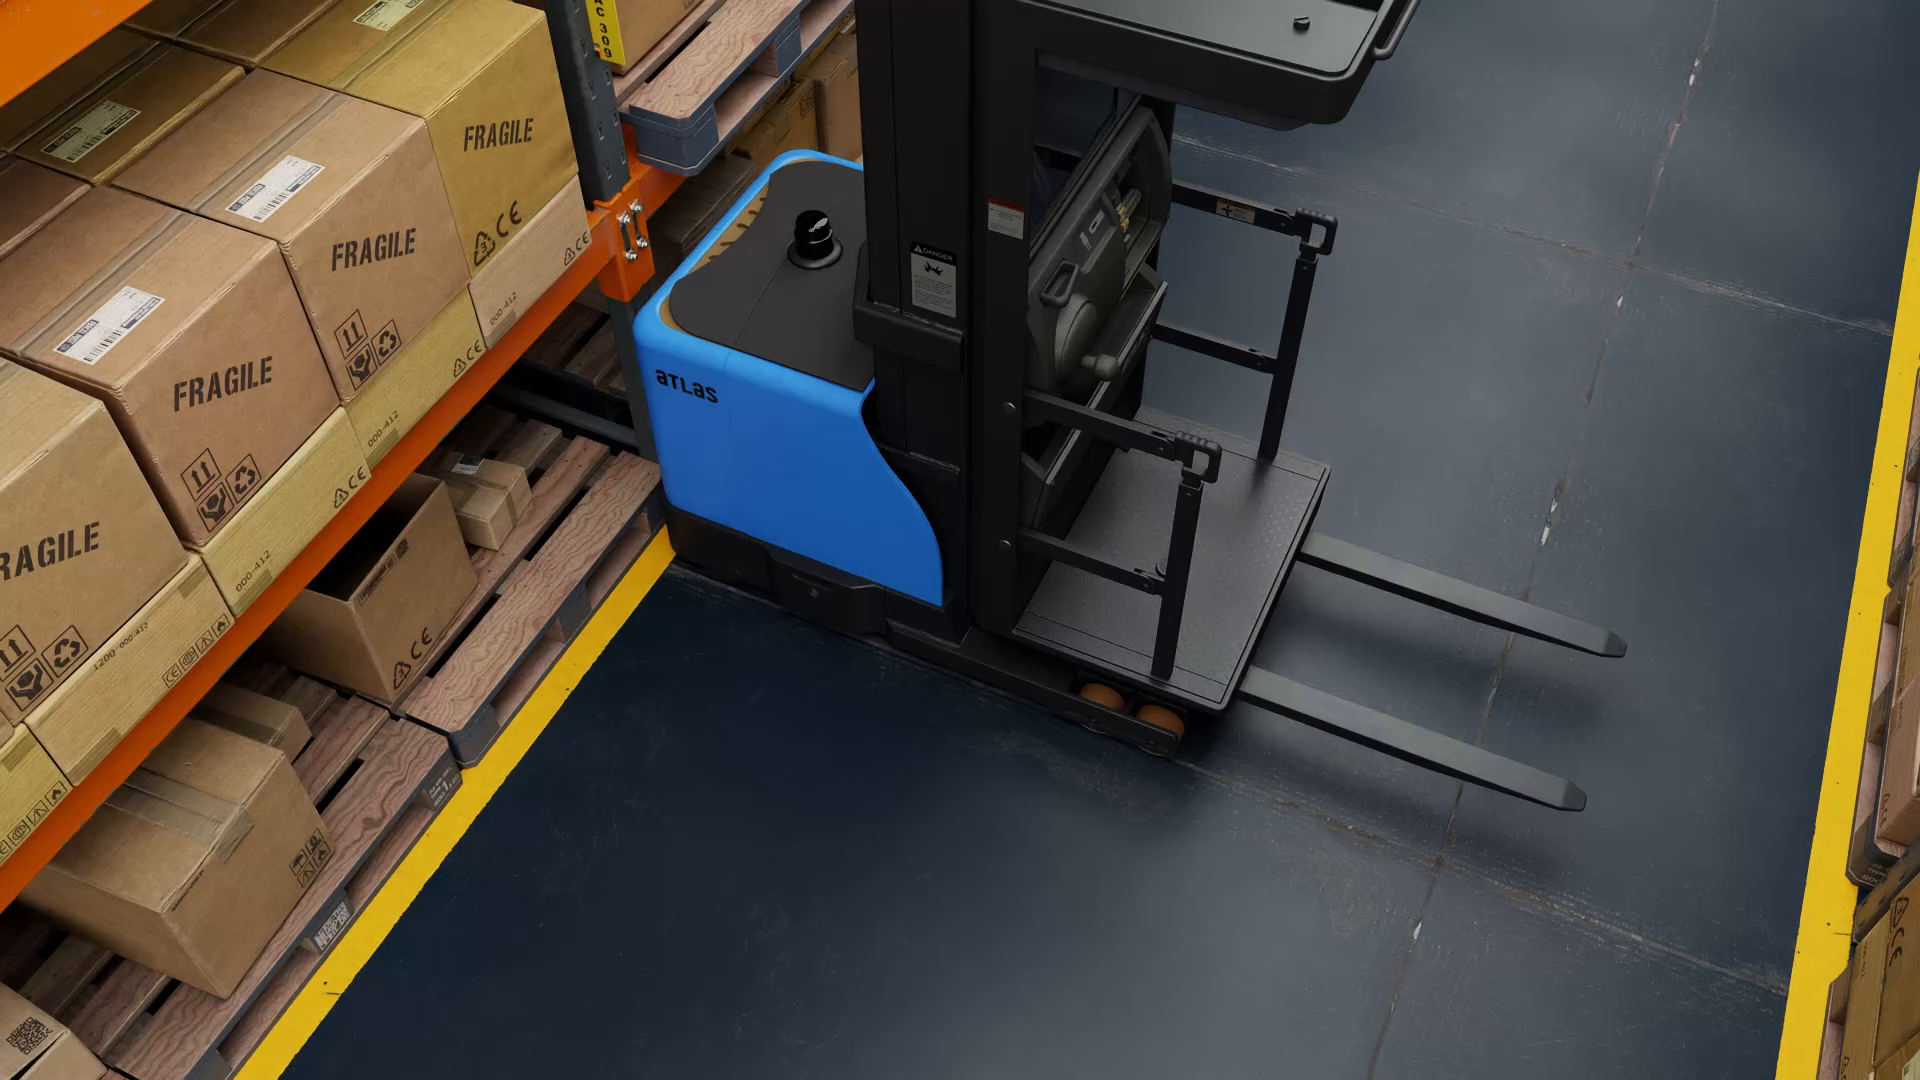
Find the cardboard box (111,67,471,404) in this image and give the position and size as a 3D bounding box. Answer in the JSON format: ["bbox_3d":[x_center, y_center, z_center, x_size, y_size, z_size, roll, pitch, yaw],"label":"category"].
[{"bbox_3d":[-1.580,-0.734,3.998,0.500,0.500,0.500,20,52,16],"label":"cardboard box"}]

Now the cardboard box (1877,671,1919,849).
[{"bbox_3d":[2.946,0.680,4.732,0.500,0.250,0.500,19,52,16],"label":"cardboard box"}]

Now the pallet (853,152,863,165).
[{"bbox_3d":[-0.598,-1.781,7.127,1.003,0.211,1.213,20,52,16],"label":"pallet"}]

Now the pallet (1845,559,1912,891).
[{"bbox_3d":[3.310,0.688,5.026,1.003,0.211,1.213,20,52,16],"label":"pallet"}]

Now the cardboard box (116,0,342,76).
[{"bbox_3d":[-1.839,-1.250,4.437,0.500,0.500,0.500,19,52,15],"label":"cardboard box"}]

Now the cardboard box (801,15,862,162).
[{"bbox_3d":[-0.720,-1.860,6.715,0.700,0.500,0.500,20,53,16],"label":"cardboard box"}]

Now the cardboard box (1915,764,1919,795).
[{"bbox_3d":[2.945,0.506,4.512,0.500,0.311,0.500,20,52,16],"label":"cardboard box"}]

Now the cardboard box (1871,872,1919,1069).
[{"bbox_3d":[2.550,1.034,3.938,0.500,0.500,0.500,20,52,16],"label":"cardboard box"}]

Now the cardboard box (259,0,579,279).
[{"bbox_3d":[-1.372,-1.079,4.292,0.500,0.500,0.500,20,52,16],"label":"cardboard box"}]

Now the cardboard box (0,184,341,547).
[{"bbox_3d":[-1.805,-0.390,3.706,0.500,0.500,0.500,18,52,15],"label":"cardboard box"}]

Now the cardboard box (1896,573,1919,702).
[{"bbox_3d":[3.164,0.332,5.028,0.500,0.250,0.500,19,52,16],"label":"cardboard box"}]

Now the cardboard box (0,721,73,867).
[{"bbox_3d":[-2.231,0.548,3.399,0.500,0.250,0.500,19,52,16],"label":"cardboard box"}]

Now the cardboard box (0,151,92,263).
[{"bbox_3d":[-2.281,-0.553,3.844,0.500,0.500,0.500,21,53,17],"label":"cardboard box"}]

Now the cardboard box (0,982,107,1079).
[{"bbox_3d":[-2.538,1.339,4.118,0.500,0.311,0.500,24,54,19],"label":"cardboard box"}]

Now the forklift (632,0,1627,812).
[{"bbox_3d":[0.569,-0.745,4.460,3.031,2.935,1.130,20,52,16],"label":"forklift"}]

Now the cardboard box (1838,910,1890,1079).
[{"bbox_3d":[2.559,1.280,4.221,0.500,0.250,0.500,20,52,16],"label":"cardboard box"}]

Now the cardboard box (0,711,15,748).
[{"bbox_3d":[-2.236,0.327,3.095,0.500,0.500,0.500,18,52,15],"label":"cardboard box"}]

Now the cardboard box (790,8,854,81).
[{"bbox_3d":[-0.746,-2.056,6.390,0.500,0.250,0.500,18,52,15],"label":"cardboard box"}]

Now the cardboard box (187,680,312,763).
[{"bbox_3d":[-2.151,0.572,4.877,0.380,0.149,0.250,16,51,13],"label":"cardboard box"}]

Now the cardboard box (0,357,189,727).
[{"bbox_3d":[-2.026,-0.032,3.401,0.500,0.500,0.500,21,53,17],"label":"cardboard box"}]

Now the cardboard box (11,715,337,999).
[{"bbox_3d":[-2.179,0.789,4.462,0.700,0.500,0.500,17,52,14],"label":"cardboard box"}]

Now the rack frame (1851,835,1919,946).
[{"bbox_3d":[3.031,0.305,3.521,1.000,3.000,0.127,20,52,16],"label":"rack frame"}]

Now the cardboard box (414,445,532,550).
[{"bbox_3d":[-1.651,-0.151,5.480,0.380,0.166,0.250,14,51,11],"label":"cardboard box"}]

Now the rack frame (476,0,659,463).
[{"bbox_3d":[-1.450,-1.305,4.891,1.000,3.000,0.127,20,52,16],"label":"rack frame"}]

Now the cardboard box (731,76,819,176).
[{"bbox_3d":[-0.975,-1.522,6.428,0.700,0.500,0.500,19,52,15],"label":"cardboard box"}]

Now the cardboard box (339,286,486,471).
[{"bbox_3d":[-1.598,-0.497,4.289,0.500,0.250,0.500,20,52,16],"label":"cardboard box"}]

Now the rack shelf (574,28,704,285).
[{"bbox_3d":[-0.595,-2.449,6.336,1.077,0.370,4.000,20,52,16],"label":"rack shelf"}]

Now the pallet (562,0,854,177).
[{"bbox_3d":[-0.991,-1.721,5.371,1.003,0.211,1.213,20,52,16],"label":"pallet"}]

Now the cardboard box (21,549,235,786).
[{"bbox_3d":[-2.013,0.201,3.695,0.500,0.250,0.500,20,53,16],"label":"cardboard box"}]

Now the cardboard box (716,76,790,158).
[{"bbox_3d":[-0.965,-1.697,6.084,0.500,0.250,0.500,19,52,15],"label":"cardboard box"}]

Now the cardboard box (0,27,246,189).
[{"bbox_3d":[-2.064,-0.895,4.135,0.500,0.500,0.500,20,52,16],"label":"cardboard box"}]

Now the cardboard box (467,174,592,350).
[{"bbox_3d":[-1.378,-0.838,4.579,0.500,0.250,0.500,20,52,16],"label":"cardboard box"}]

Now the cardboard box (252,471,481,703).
[{"bbox_3d":[-1.857,0.091,5.056,0.500,0.500,0.500,16,52,13],"label":"cardboard box"}]

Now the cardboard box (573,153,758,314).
[{"bbox_3d":[-1.150,-1.149,6.111,0.700,0.500,0.500,21,53,17],"label":"cardboard box"}]

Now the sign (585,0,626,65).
[{"bbox_3d":[-0.956,-1.414,4.415,0.100,0.325,0.005,20,52,16],"label":"sign"}]

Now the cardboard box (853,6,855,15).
[{"bbox_3d":[-0.517,-2.394,6.677,0.500,0.250,0.500,20,52,16],"label":"cardboard box"}]

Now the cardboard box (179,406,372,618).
[{"bbox_3d":[-1.799,-0.146,3.990,0.500,0.250,0.500,20,52,16],"label":"cardboard box"}]

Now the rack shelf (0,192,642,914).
[{"bbox_3d":[-2.304,0.306,3.993,1.077,0.370,4.000,20,52,16],"label":"rack shelf"}]

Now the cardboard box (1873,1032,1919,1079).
[{"bbox_3d":[2.343,1.381,3.643,0.500,0.500,0.500,20,52,16],"label":"cardboard box"}]

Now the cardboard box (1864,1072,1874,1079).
[{"bbox_3d":[2.341,1.623,3.929,0.500,0.250,0.500,20,52,16],"label":"cardboard box"}]

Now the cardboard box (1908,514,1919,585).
[{"bbox_3d":[3.382,-0.020,5.328,0.500,0.250,0.500,21,53,17],"label":"cardboard box"}]

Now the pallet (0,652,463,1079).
[{"bbox_3d":[-2.224,0.916,4.832,1.003,0.211,1.213,20,52,16],"label":"pallet"}]

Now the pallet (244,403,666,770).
[{"bbox_3d":[-1.704,0.073,5.549,1.003,0.211,1.213,20,52,16],"label":"pallet"}]

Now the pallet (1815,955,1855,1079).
[{"bbox_3d":[2.653,1.742,4.129,1.003,0.211,1.213,20,52,16],"label":"pallet"}]

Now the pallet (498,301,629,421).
[{"bbox_3d":[-1.118,-0.938,6.409,1.003,0.211,1.213,20,52,16],"label":"pallet"}]

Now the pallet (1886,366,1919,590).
[{"bbox_3d":[3.830,-0.155,5.743,1.003,0.211,1.213,20,52,16],"label":"pallet"}]

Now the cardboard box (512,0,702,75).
[{"bbox_3d":[-1.201,-1.819,4.974,0.700,0.500,0.500,20,52,16],"label":"cardboard box"}]
